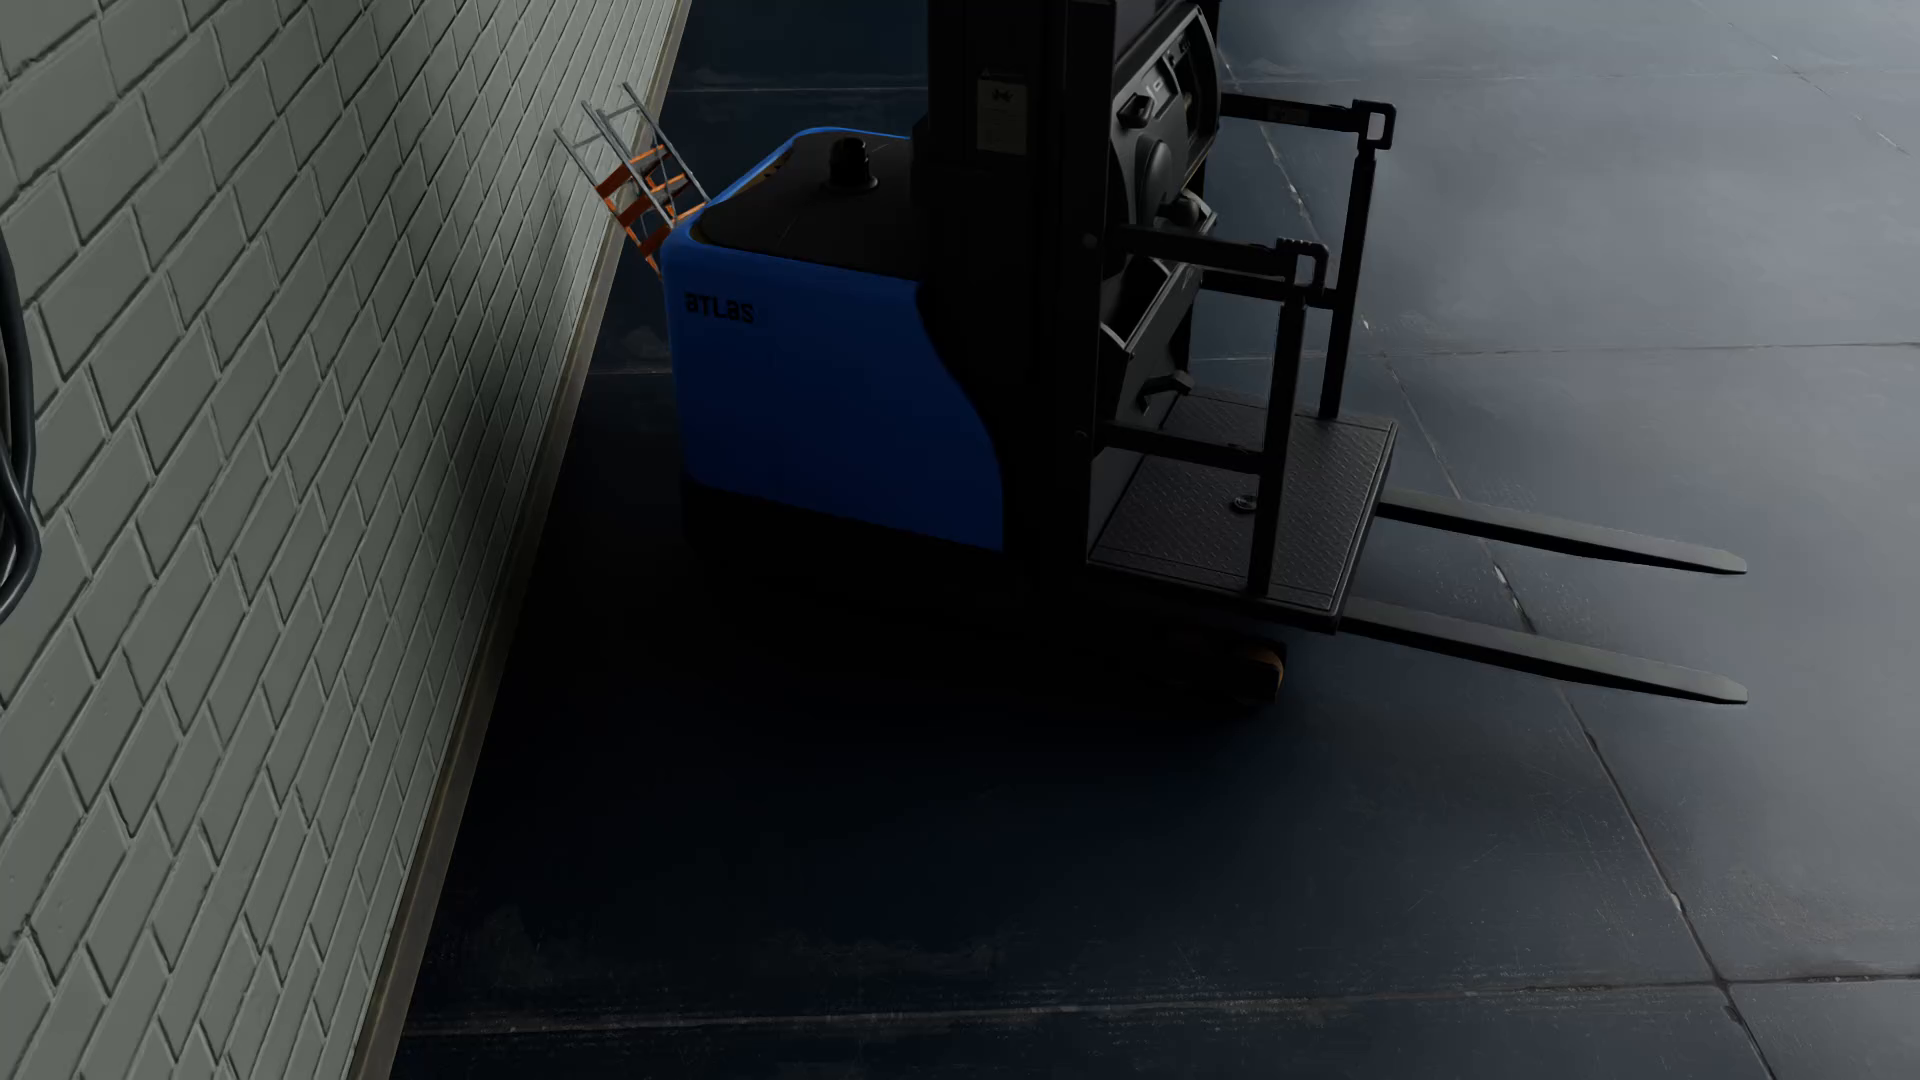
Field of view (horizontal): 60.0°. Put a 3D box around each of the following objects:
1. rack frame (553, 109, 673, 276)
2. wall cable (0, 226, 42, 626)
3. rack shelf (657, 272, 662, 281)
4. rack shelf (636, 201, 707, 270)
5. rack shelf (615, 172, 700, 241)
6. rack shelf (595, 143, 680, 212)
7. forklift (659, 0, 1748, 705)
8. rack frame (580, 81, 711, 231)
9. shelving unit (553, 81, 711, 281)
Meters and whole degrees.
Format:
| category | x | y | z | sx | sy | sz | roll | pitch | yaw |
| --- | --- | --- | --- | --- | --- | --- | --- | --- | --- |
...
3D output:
| category | x | y | z | sx | sy | sz | roll | pitch | yaw |
| --- | --- | --- | --- | --- | --- | --- | --- | --- | --- |
| rack frame | -0.988 | -0.975 | 5.860 | 0.006 | 1.200 | 0.240 | -27 | 12 | 42 |
| wall cable | -1.115 | -0.200 | 0.360 | 0.112 | 2.526 | 3.097 | -2 | 35 | -2 |
| rack shelf | -0.903 | -0.970 | 5.805 | 0.180 | 0.103 | 0.258 | -27 | 12 | 42 |
| rack shelf | -0.971 | -1.067 | 5.787 | 0.180 | 0.103 | 0.258 | -27 | 12 | 42 |
| rack shelf | -1.040 | -1.164 | 5.769 | 0.180 | 0.103 | 0.258 | -27 | 12 | 42 |
| rack shelf | -1.108 | -1.261 | 5.751 | 0.180 | 0.103 | 0.258 | -27 | 12 | 42 |
| forklift | 0.724 | -1.093 | 4.254 | 3.031 | 2.935 | 1.130 | 12 | 37 | 17 |
| rack frame | -0.868 | -1.037 | 5.737 | 0.006 | 1.200 | 0.240 | -27 | 12 | 42 |
| shelving unit | -0.928 | -1.006 | 5.798 | 0.189 | 1.200 | 0.258 | -27 | 12 | 42 |
